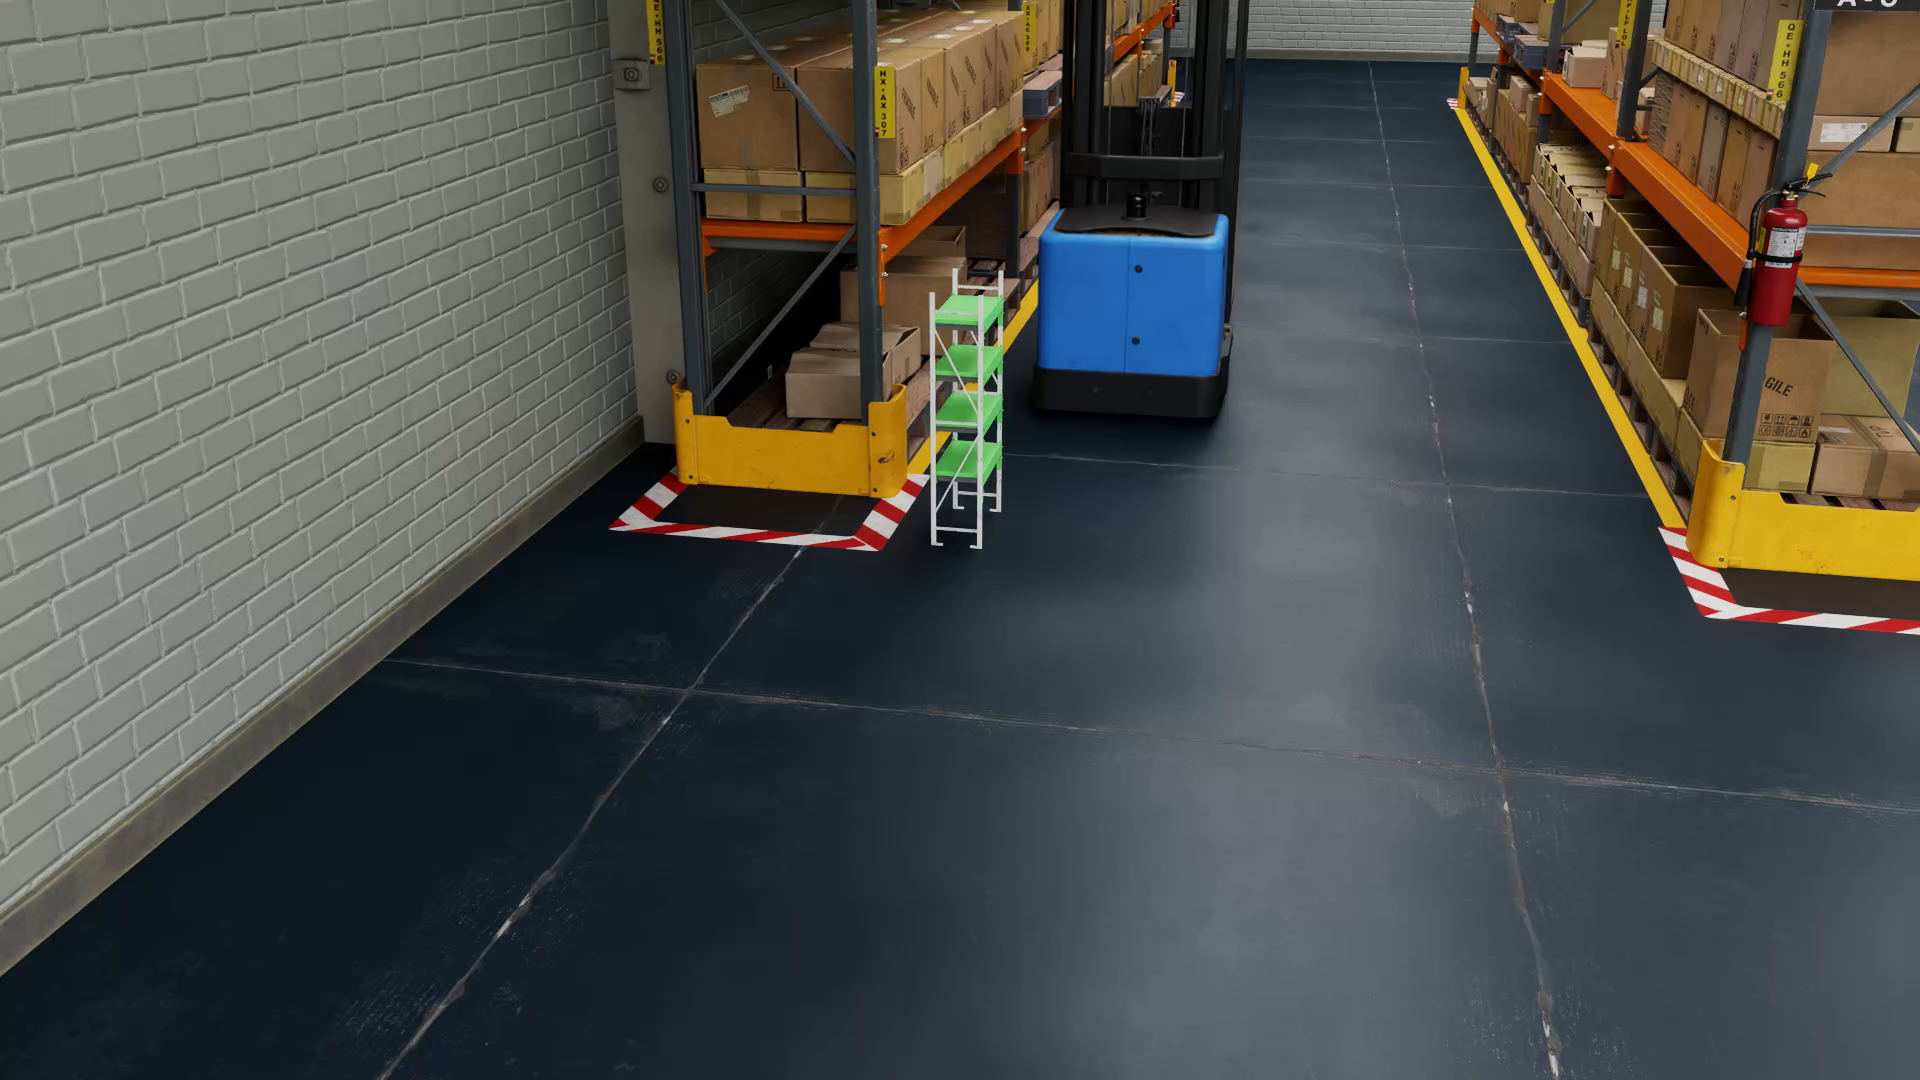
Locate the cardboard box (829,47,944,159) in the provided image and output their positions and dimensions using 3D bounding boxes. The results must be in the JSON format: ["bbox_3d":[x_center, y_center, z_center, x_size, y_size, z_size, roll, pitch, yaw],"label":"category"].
[{"bbox_3d":[-0.383,-2.296,8.710,0.500,0.500,0.500,5,22,11],"label":"cardboard box"}]

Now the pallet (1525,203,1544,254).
[{"bbox_3d":[5.392,-2.635,14.114,1.003,0.211,1.213,4,22,11],"label":"pallet"}]

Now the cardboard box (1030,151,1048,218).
[{"bbox_3d":[0.359,-3.017,14.086,0.700,0.500,0.500,4,22,11],"label":"cardboard box"}]

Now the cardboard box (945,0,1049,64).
[{"bbox_3d":[0.293,-4.021,13.100,0.700,0.500,0.500,8,23,18],"label":"cardboard box"}]

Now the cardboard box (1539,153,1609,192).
[{"bbox_3d":[5.105,-3.044,13.765,0.500,0.311,0.500,4,22,10],"label":"cardboard box"}]

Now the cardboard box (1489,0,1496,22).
[{"bbox_3d":[6.471,-6.315,19.385,0.500,0.500,0.500,5,22,12],"label":"cardboard box"}]

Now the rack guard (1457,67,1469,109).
[{"bbox_3d":[7.215,-5.965,21.996,1.175,0.500,0.348,4,22,11],"label":"rack guard"}]

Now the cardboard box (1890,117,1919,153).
[{"bbox_3d":[4.256,-1.775,7.244,0.380,0.149,0.250,4,22,11],"label":"cardboard box"}]

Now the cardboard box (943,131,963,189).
[{"bbox_3d":[-0.273,-2.148,9.346,0.500,0.250,0.500,4,22,10],"label":"cardboard box"}]

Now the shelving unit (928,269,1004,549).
[{"bbox_3d":[0.034,-0.617,7.780,0.258,1.200,0.503,4,22,11],"label":"shelving unit"}]

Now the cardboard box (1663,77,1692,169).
[{"bbox_3d":[4.596,-2.454,9.798,0.700,0.500,0.500,4,22,10],"label":"cardboard box"}]

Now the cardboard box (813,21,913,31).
[{"bbox_3d":[-0.585,-2.901,10.211,0.500,0.500,0.500,5,22,12],"label":"cardboard box"}]

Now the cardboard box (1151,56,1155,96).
[{"bbox_3d":[2.131,-5.933,21.355,0.700,0.500,0.500,4,22,9],"label":"cardboard box"}]

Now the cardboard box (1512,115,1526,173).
[{"bbox_3d":[5.665,-3.820,16.081,0.500,0.500,0.500,4,22,9],"label":"cardboard box"}]

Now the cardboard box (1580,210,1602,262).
[{"bbox_3d":[4.584,-2.113,11.453,0.500,0.311,0.500,4,22,11],"label":"cardboard box"}]

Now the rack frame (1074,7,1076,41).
[{"bbox_3d":[0.748,-4.603,15.267,1.000,3.000,0.127,4,22,11],"label":"rack frame"}]

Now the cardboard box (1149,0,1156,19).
[{"bbox_3d":[1.845,-6.669,19.995,0.980,0.700,0.700,4,22,10],"label":"cardboard box"}]

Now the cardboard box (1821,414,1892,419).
[{"bbox_3d":[4.391,-0.583,8.403,0.500,0.250,0.500,4,22,11],"label":"cardboard box"}]

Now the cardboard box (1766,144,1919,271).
[{"bbox_3d":[4.073,-1.517,7.471,0.700,0.500,0.500,4,22,11],"label":"cardboard box"}]

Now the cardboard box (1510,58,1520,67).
[{"bbox_3d":[7.360,-5.979,21.442,0.500,0.500,0.500,4,22,11],"label":"cardboard box"}]

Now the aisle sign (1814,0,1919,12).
[{"bbox_3d":[3.664,-2.505,6.579,0.394,0.787,0.004,4,22,11],"label":"aisle sign"}]

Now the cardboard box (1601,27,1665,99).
[{"bbox_3d":[5.271,-3.658,12.788,0.500,0.500,0.500,3,22,8],"label":"cardboard box"}]

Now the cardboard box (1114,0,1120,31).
[{"bbox_3d":[1.316,-5.327,16.506,0.500,0.500,0.500,4,22,11],"label":"cardboard box"}]

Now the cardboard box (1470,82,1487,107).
[{"bbox_3d":[6.638,-5.538,20.681,0.500,0.250,0.500,4,22,11],"label":"cardboard box"}]

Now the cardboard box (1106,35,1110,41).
[{"bbox_3d":[1.239,-4.781,16.018,0.380,0.149,0.250,5,23,13],"label":"cardboard box"}]

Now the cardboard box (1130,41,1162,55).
[{"bbox_3d":[2.436,-6.447,21.761,0.380,0.149,0.250,5,22,12],"label":"cardboard box"}]

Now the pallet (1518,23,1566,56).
[{"bbox_3d":[5.990,-4.849,16.136,1.003,0.211,1.213,4,22,11],"label":"pallet"}]

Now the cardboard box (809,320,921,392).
[{"bbox_3d":[-0.539,-1.089,9.552,0.500,0.311,0.500,6,23,15],"label":"cardboard box"}]

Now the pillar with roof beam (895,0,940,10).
[{"bbox_3d":[3.850,-6.648,12.315,9.100,9.000,0.400,4,22,11],"label":"pillar with roof beam"}]

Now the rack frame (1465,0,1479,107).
[{"bbox_3d":[7.230,-7.152,21.598,1.000,3.000,0.127,4,22,11],"label":"rack frame"}]

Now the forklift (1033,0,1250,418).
[{"bbox_3d":[1.201,-2.562,10.293,1.130,2.935,3.031,4,22,10],"label":"forklift"}]

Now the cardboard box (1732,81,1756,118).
[{"bbox_3d":[4.068,-2.180,8.248,0.380,0.149,0.250,5,23,13],"label":"cardboard box"}]

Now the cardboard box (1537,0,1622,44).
[{"bbox_3d":[5.616,-4.707,14.829,0.700,0.500,0.500,-3,22,-7],"label":"cardboard box"}]

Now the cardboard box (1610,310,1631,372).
[{"bbox_3d":[4.176,-1.172,9.866,0.500,0.250,0.500,4,22,11],"label":"cardboard box"}]

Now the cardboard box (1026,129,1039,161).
[{"bbox_3d":[0.374,-3.336,13.875,0.500,0.250,0.500,4,22,11],"label":"cardboard box"}]

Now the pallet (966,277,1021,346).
[{"bbox_3d":[-0.171,-1.598,11.539,1.003,0.211,1.213,4,22,11],"label":"pallet"}]

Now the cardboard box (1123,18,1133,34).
[{"bbox_3d":[1.650,-5.527,17.871,0.380,0.149,0.250,4,22,11],"label":"cardboard box"}]

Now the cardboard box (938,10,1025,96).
[{"bbox_3d":[0.138,-3.231,11.031,0.500,0.500,0.500,4,22,11],"label":"cardboard box"}]

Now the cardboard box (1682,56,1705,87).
[{"bbox_3d":[4.330,-2.654,9.426,0.380,0.149,0.250,4,22,9],"label":"cardboard box"}]

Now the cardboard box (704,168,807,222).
[{"bbox_3d":[-0.979,-1.803,8.488,0.500,0.250,0.500,5,22,12],"label":"cardboard box"}]

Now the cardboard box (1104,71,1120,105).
[{"bbox_3d":[1.211,-4.379,17.028,0.750,0.750,0.750,4,22,11],"label":"cardboard box"}]

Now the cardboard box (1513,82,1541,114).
[{"bbox_3d":[5.771,-4.374,16.453,0.500,0.250,0.500,4,22,10],"label":"cardboard box"}]

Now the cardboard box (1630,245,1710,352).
[{"bbox_3d":[4.077,-1.336,9.271,0.500,0.500,0.500,4,22,11],"label":"cardboard box"}]

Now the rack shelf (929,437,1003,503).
[{"bbox_3d":[0.034,-0.335,7.893,0.258,0.148,0.480,4,22,11],"label":"rack shelf"}]

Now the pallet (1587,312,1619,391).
[{"bbox_3d":[4.578,-1.183,10.507,1.003,0.211,1.213,4,22,11],"label":"pallet"}]

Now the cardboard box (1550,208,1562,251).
[{"bbox_3d":[4.897,-2.415,12.953,0.500,0.250,0.500,5,22,12],"label":"cardboard box"}]

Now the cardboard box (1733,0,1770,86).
[{"bbox_3d":[4.288,-2.515,8.213,0.700,0.500,0.500,5,22,11],"label":"cardboard box"}]

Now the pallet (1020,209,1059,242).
[{"bbox_3d":[0.336,-2.579,13.974,1.003,0.211,1.213,4,22,11],"label":"pallet"}]

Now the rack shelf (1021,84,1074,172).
[{"bbox_3d":[0.340,-3.538,13.586,1.077,0.370,4.000,4,22,11],"label":"rack shelf"}]
